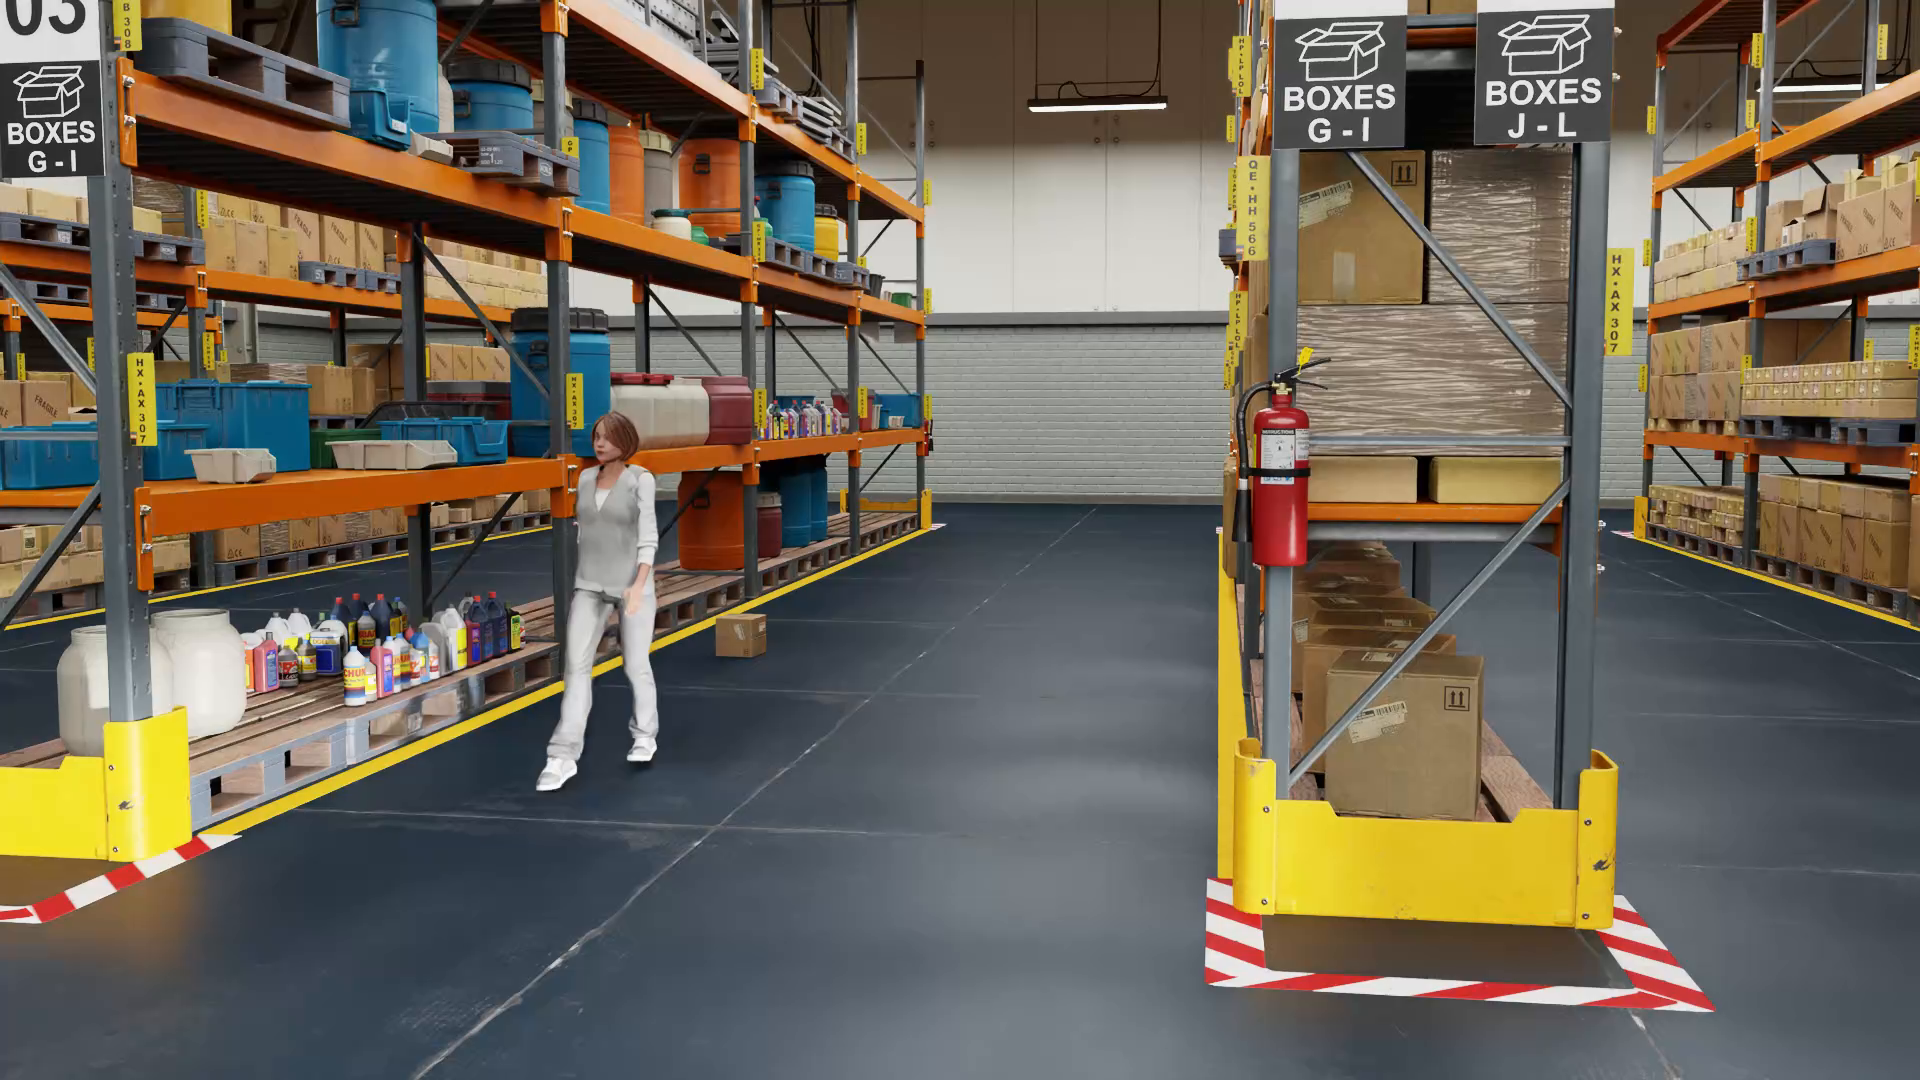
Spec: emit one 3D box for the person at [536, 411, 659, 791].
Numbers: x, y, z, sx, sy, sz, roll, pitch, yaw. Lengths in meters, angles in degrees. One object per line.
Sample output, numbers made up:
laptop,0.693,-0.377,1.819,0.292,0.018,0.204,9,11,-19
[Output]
person,-1.510,0.229,7.144,0.426,1.560,0.856,1,5,11
